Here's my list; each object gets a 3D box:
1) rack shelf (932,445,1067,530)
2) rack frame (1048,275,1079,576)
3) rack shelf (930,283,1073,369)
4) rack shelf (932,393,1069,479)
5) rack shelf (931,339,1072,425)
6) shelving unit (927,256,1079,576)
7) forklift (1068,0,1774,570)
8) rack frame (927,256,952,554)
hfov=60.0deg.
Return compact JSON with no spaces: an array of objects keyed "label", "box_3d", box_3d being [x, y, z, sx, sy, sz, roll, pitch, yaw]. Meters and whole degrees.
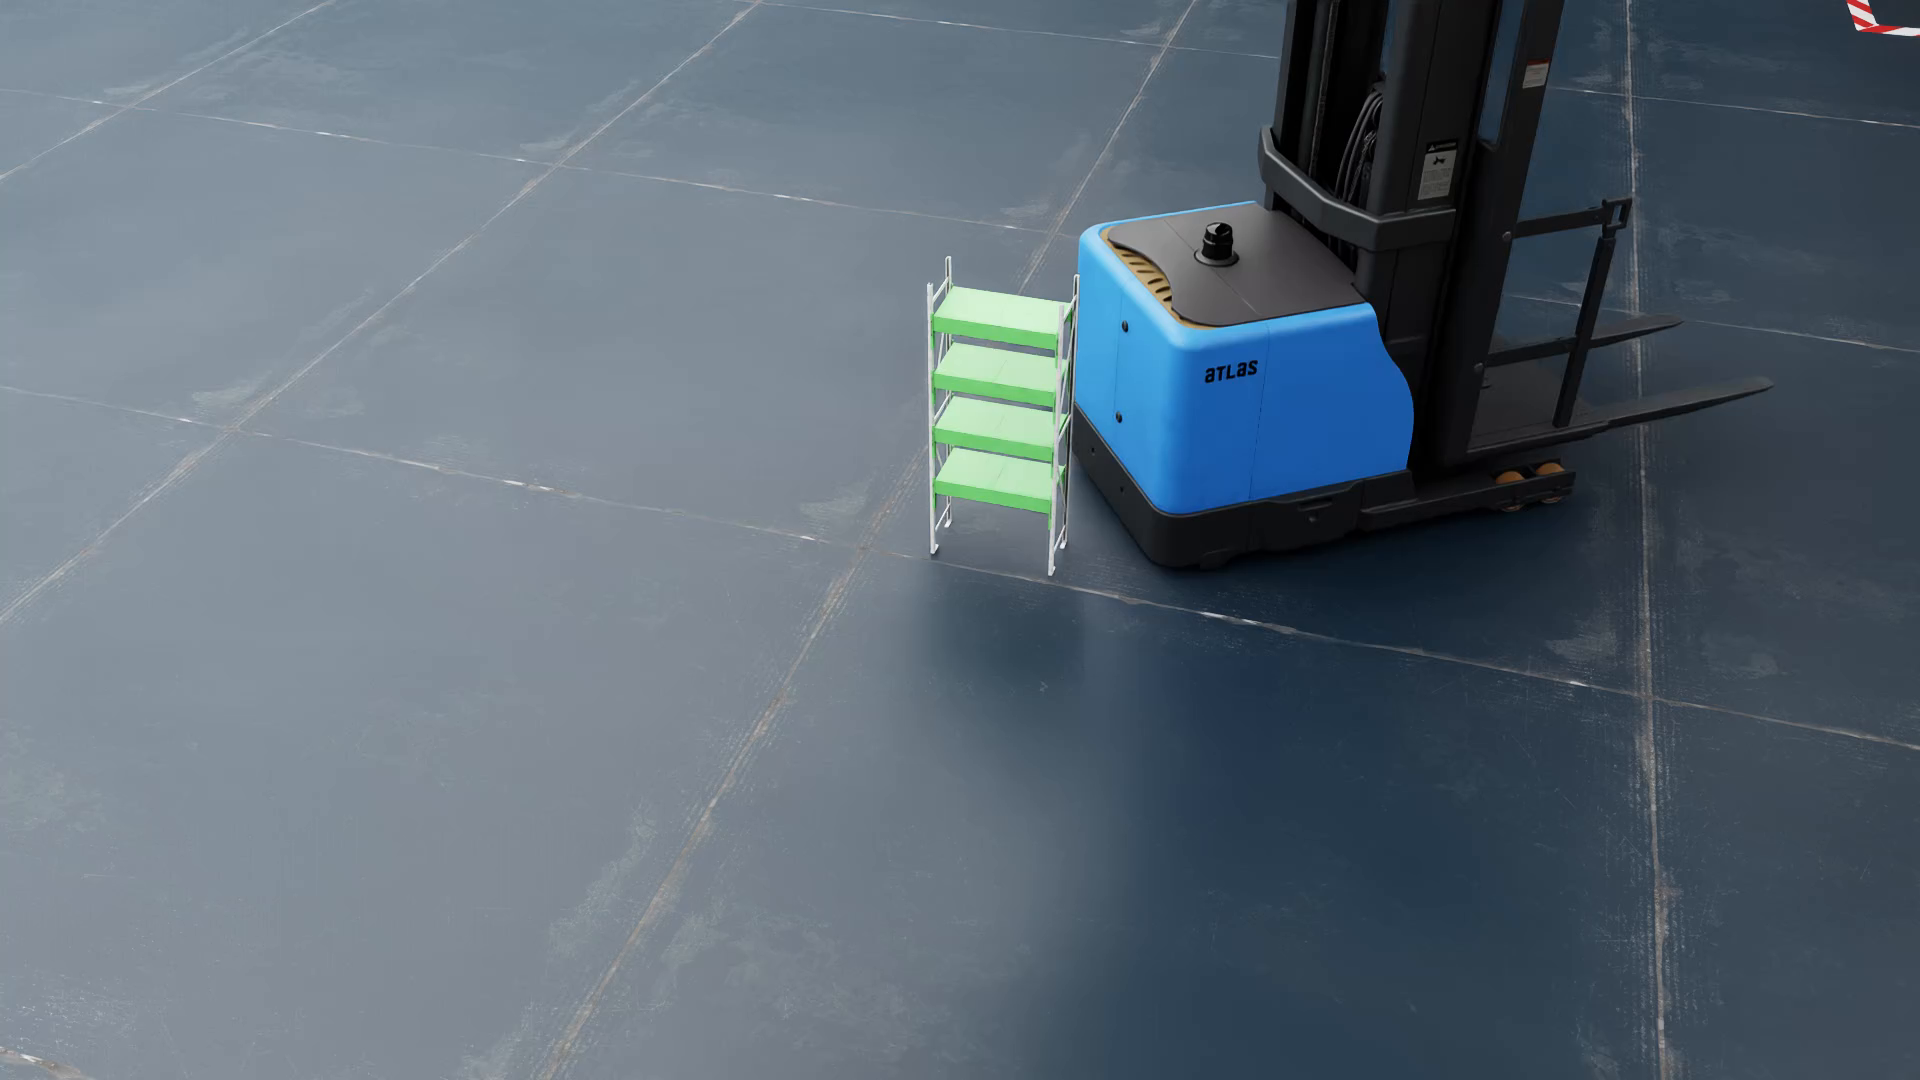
[{"label":"rack shelf","box_3d":[0.158,-0.209,6.535,0.480,0.148,0.258,10,38,14]},{"label":"rack frame","box_3d":[0.391,-0.411,6.296,0.015,1.200,0.240,10,38,14]},{"label":"rack shelf","box_3d":[0.158,-0.789,6.108,0.480,0.148,0.258,10,38,14]},{"label":"rack shelf","box_3d":[0.158,-0.402,6.392,0.480,0.148,0.258,10,38,14]},{"label":"rack shelf","box_3d":[0.158,-0.596,6.250,0.480,0.148,0.258,10,38,14]},{"label":"shelving unit","box_3d":[0.158,-0.454,6.355,0.503,1.200,0.258,10,38,14]},{"label":"forklift","box_3d":[2.037,-1.583,6.427,3.031,2.935,1.130,-11,38,-15]},{"label":"rack frame","box_3d":[-0.075,-0.497,6.413,0.015,1.200,0.240,10,38,14]}]
